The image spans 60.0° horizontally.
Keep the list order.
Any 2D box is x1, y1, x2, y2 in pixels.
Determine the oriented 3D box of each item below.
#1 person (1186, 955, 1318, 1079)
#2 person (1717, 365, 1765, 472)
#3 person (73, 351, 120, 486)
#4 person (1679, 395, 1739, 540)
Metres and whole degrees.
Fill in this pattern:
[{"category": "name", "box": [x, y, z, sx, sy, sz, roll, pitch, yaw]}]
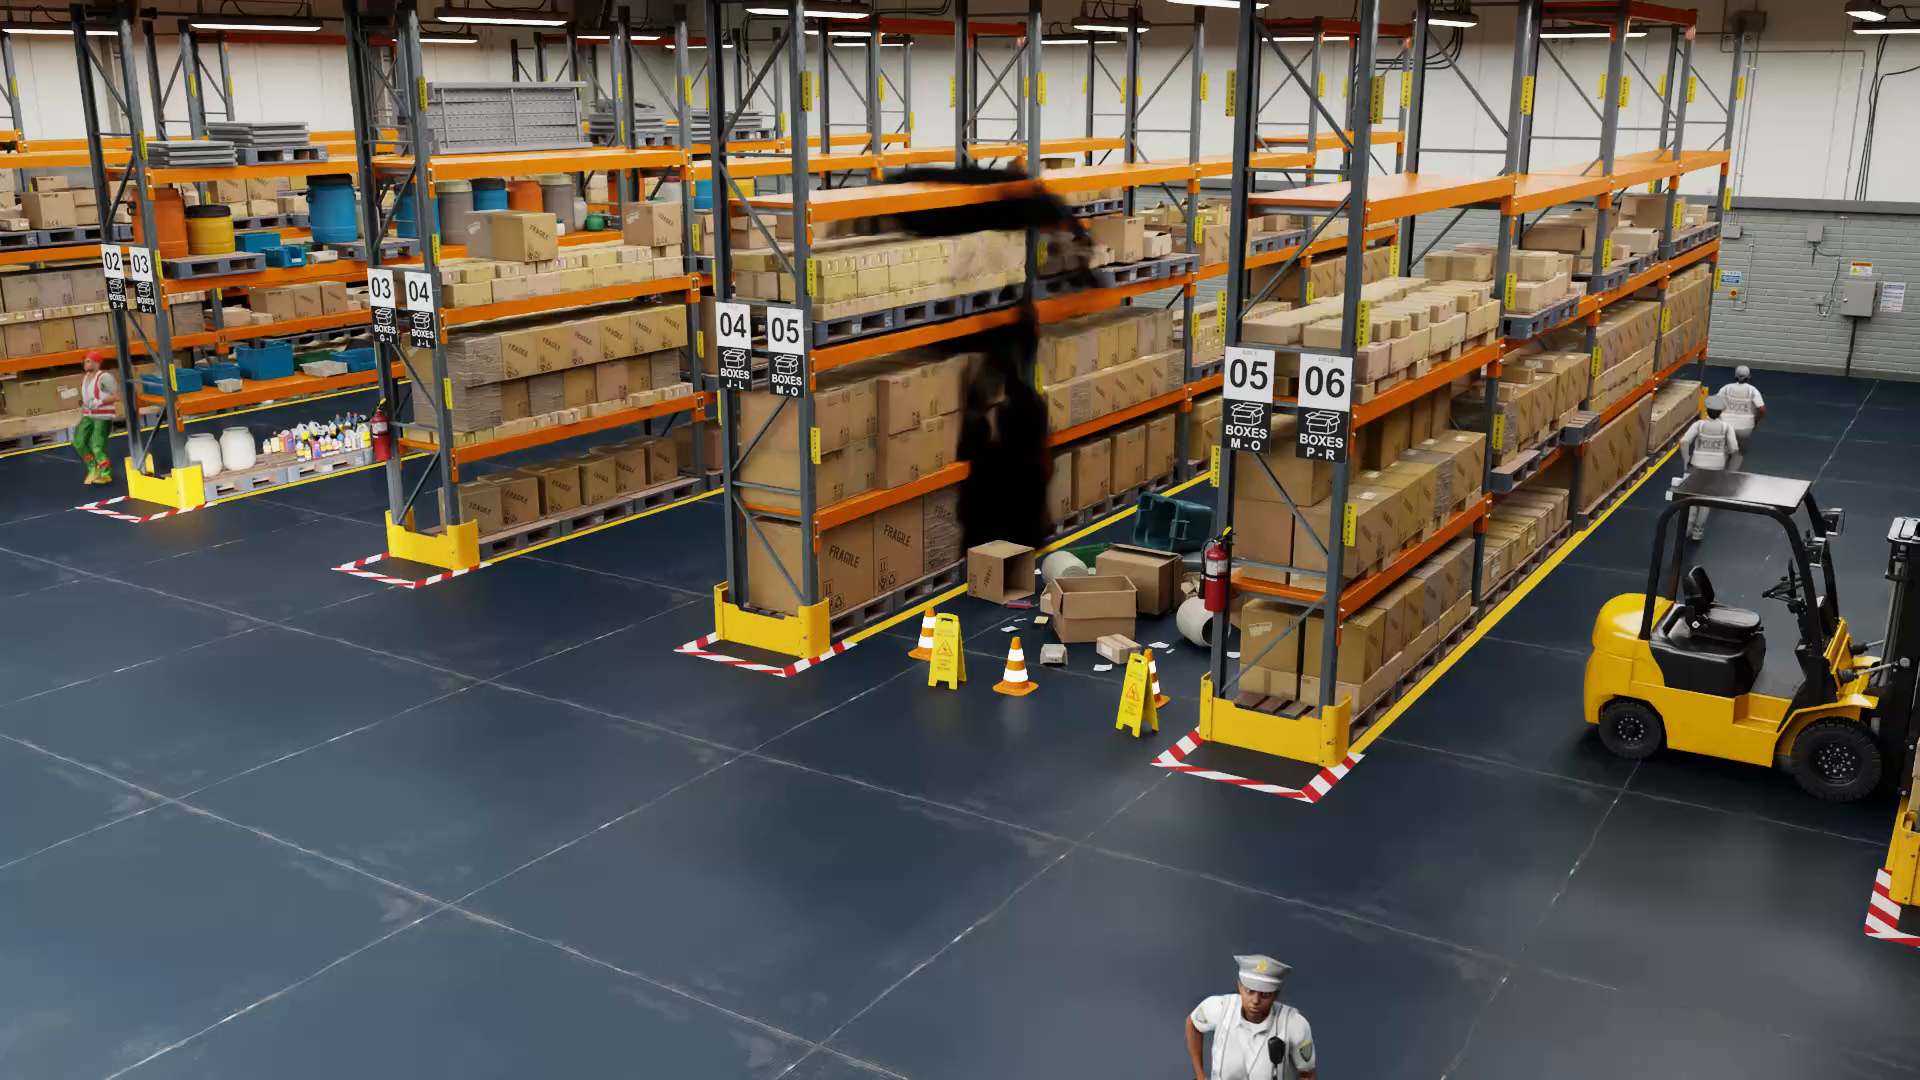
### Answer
[{"category": "person", "box": [1.232, 2.492, 7.139, 0.572, 1.649, 0.645, 3, 16, 11]}, {"category": "person", "box": [9.929, -1.411, 21.288, 0.623, 1.639, 0.550, 9, 18, 29]}, {"category": "person", "box": [-11.276, -1.583, 21.681, 0.644, 1.749, 0.623, 6, 17, 20]}, {"category": "person", "box": [8.591, -0.845, 19.128, 0.618, 1.663, 0.597, 8, 17, 26]}]
